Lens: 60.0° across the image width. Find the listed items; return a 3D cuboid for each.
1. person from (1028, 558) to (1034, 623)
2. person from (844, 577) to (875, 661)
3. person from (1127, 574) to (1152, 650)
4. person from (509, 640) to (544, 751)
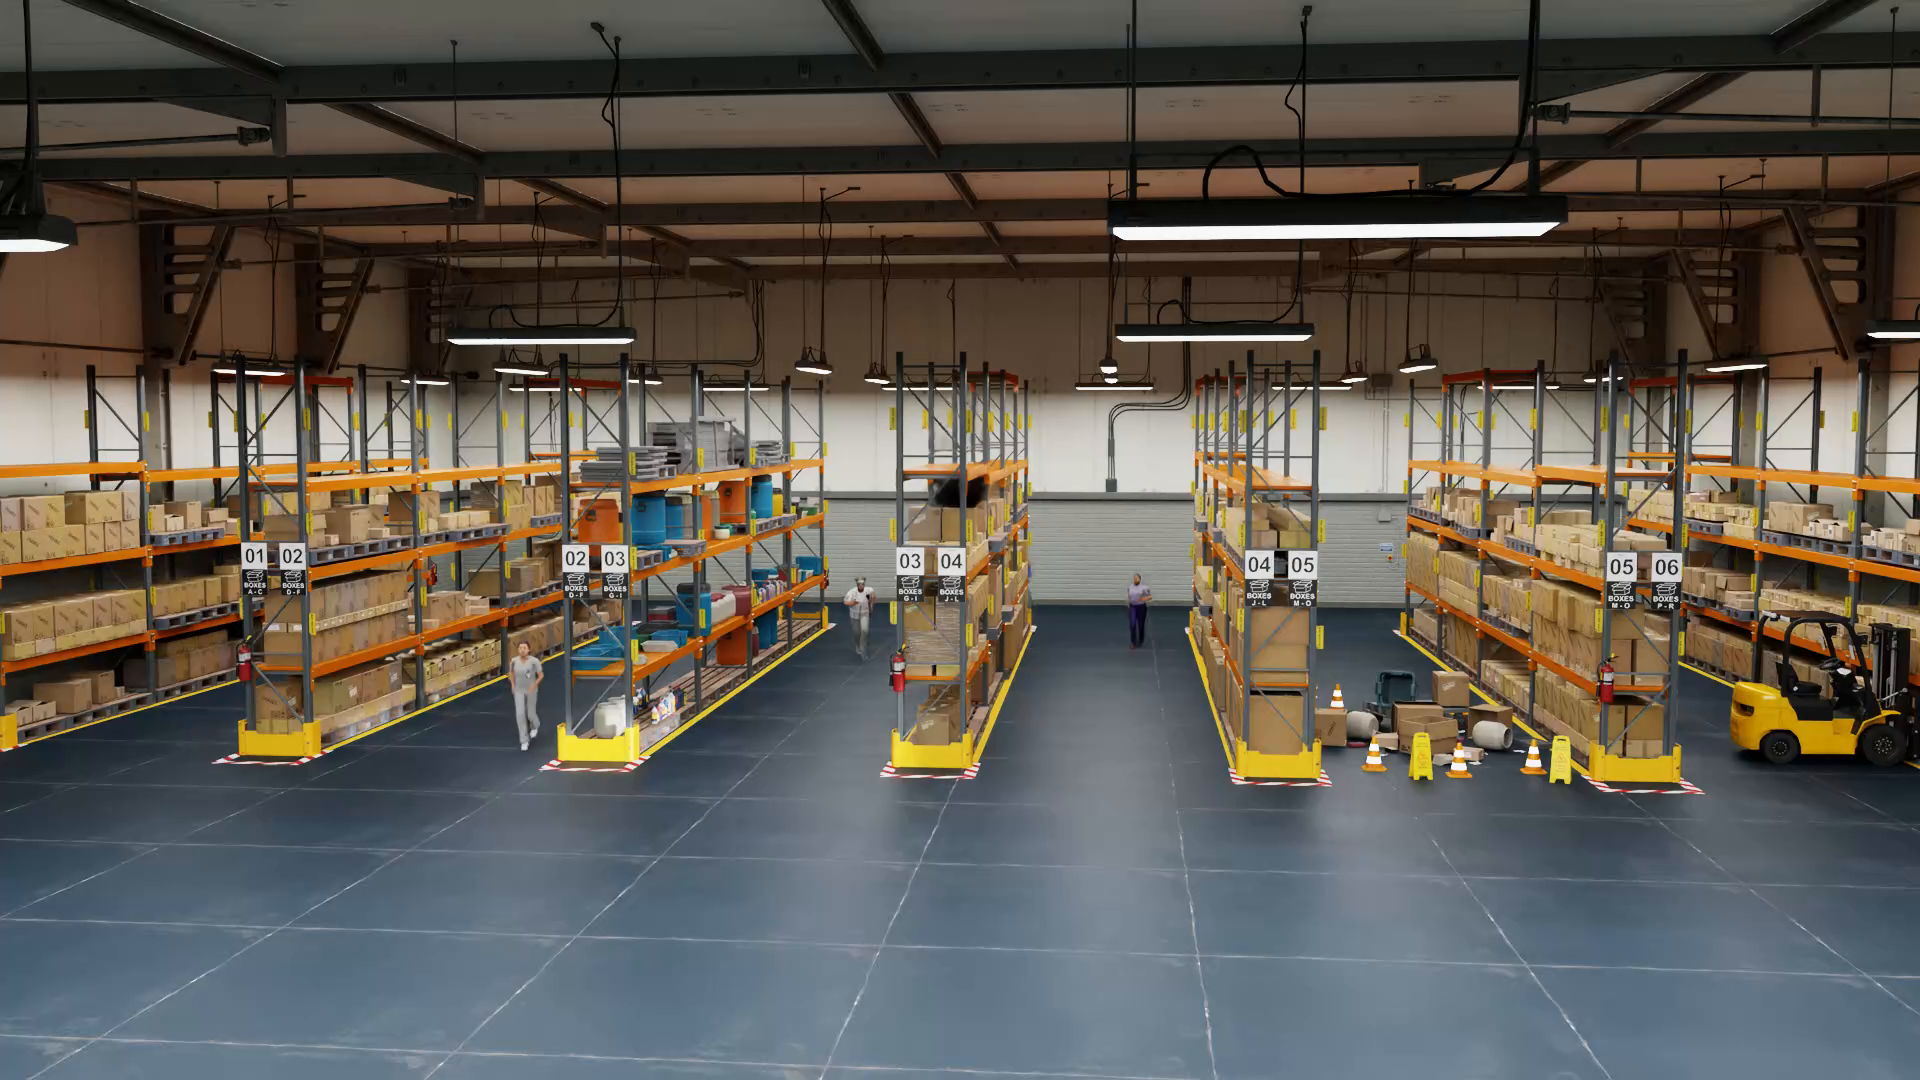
[{"bbox_3d":[1.523,1.250,41.797,0.948,1.652,0.615,4,6,42],"label":"person"},{"bbox_3d":[-2.125,1.649,35.236,0.654,1.797,0.980,0,4,-3],"label":"person"},{"bbox_3d":[3.960,1.583,36.823,0.592,1.647,0.870,1,4,16],"label":"person"},{"bbox_3d":[-6.695,2.363,25.680,0.548,1.668,0.880,0,4,-6],"label":"person"}]
